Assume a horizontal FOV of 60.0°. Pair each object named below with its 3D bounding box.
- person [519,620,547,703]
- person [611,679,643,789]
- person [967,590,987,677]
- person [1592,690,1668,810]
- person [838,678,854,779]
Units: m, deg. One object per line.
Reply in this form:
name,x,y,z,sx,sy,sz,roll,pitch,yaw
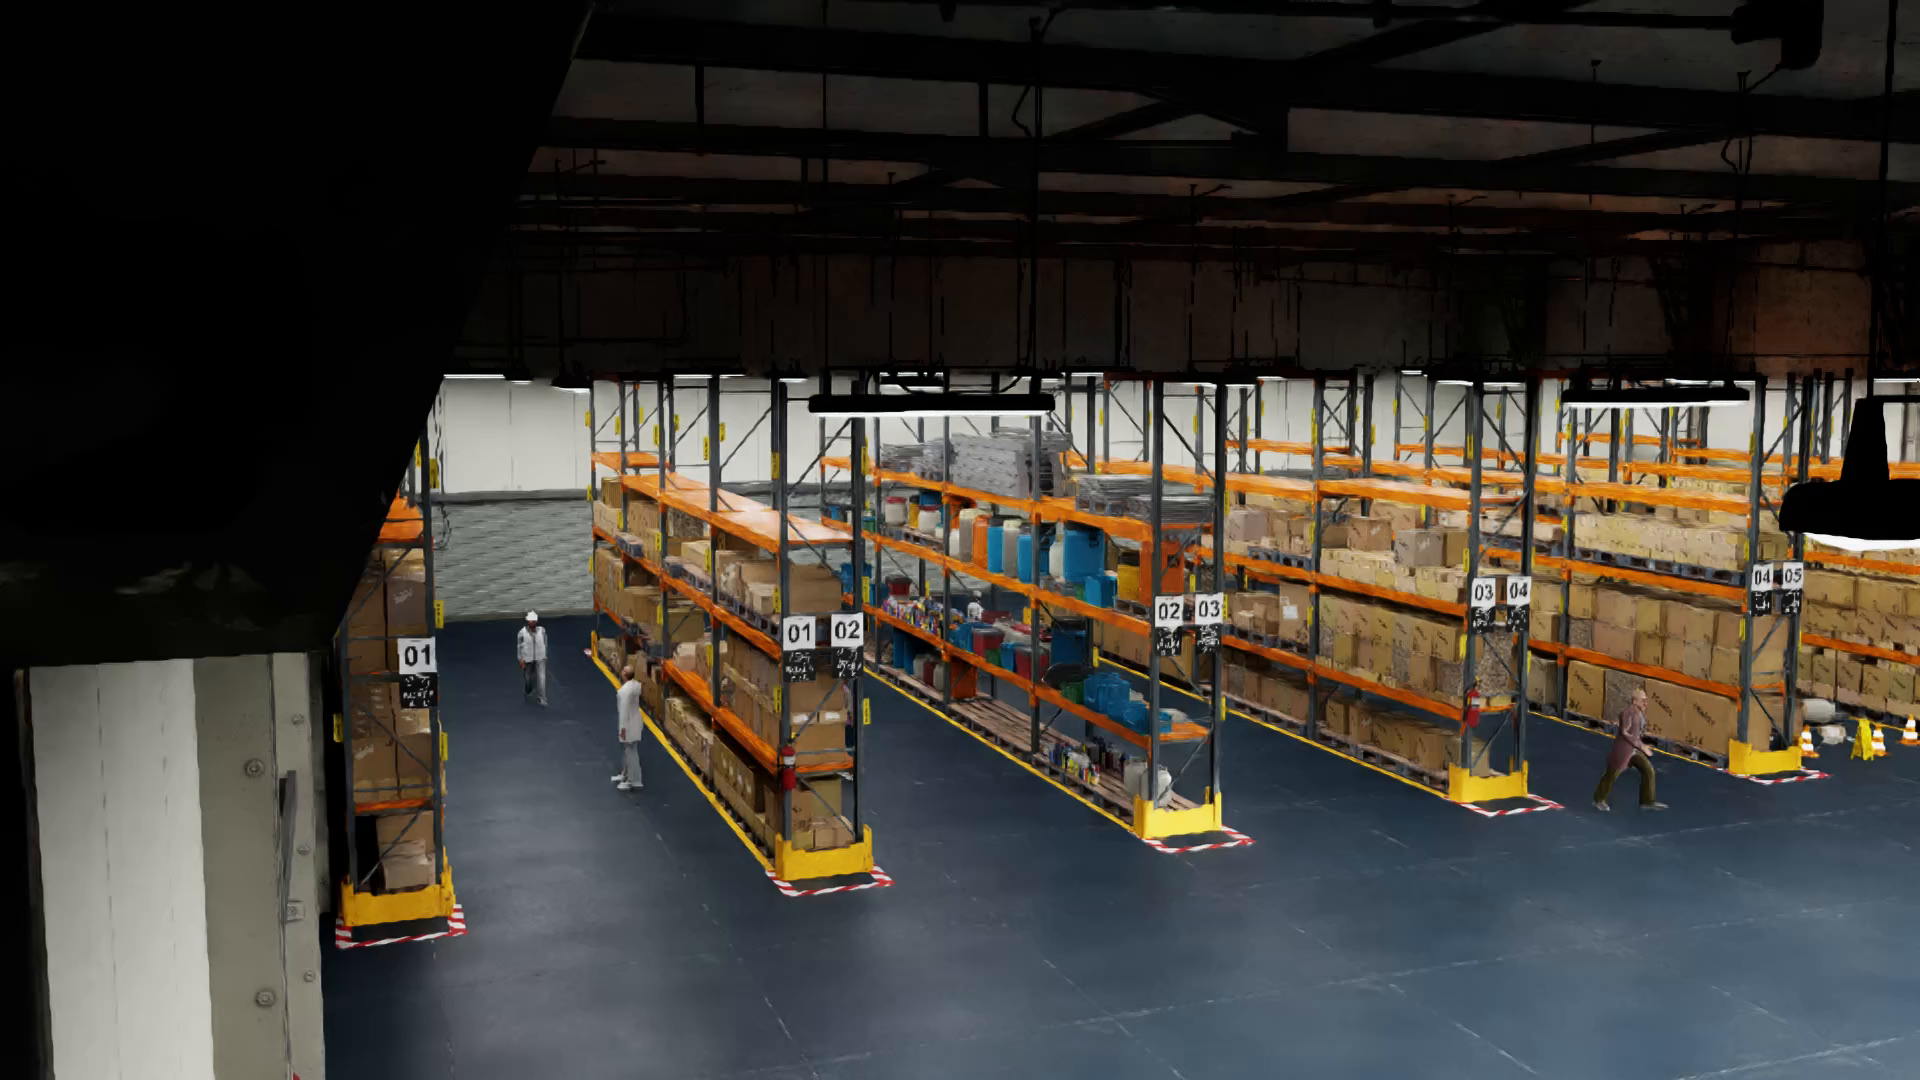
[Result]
person,-7.754,2.116,30.159,0.518,1.601,0.944,-2,7,-18
person,-4.892,2.807,24.379,0.543,1.576,0.638,1,6,10
person,0.344,1.831,32.853,0.357,1.675,0.566,-5,8,-36
person,9.265,2.902,23.041,0.711,1.719,0.868,-5,8,-38
person,-1.736,2.779,24.944,0.482,1.631,0.336,6,9,42
